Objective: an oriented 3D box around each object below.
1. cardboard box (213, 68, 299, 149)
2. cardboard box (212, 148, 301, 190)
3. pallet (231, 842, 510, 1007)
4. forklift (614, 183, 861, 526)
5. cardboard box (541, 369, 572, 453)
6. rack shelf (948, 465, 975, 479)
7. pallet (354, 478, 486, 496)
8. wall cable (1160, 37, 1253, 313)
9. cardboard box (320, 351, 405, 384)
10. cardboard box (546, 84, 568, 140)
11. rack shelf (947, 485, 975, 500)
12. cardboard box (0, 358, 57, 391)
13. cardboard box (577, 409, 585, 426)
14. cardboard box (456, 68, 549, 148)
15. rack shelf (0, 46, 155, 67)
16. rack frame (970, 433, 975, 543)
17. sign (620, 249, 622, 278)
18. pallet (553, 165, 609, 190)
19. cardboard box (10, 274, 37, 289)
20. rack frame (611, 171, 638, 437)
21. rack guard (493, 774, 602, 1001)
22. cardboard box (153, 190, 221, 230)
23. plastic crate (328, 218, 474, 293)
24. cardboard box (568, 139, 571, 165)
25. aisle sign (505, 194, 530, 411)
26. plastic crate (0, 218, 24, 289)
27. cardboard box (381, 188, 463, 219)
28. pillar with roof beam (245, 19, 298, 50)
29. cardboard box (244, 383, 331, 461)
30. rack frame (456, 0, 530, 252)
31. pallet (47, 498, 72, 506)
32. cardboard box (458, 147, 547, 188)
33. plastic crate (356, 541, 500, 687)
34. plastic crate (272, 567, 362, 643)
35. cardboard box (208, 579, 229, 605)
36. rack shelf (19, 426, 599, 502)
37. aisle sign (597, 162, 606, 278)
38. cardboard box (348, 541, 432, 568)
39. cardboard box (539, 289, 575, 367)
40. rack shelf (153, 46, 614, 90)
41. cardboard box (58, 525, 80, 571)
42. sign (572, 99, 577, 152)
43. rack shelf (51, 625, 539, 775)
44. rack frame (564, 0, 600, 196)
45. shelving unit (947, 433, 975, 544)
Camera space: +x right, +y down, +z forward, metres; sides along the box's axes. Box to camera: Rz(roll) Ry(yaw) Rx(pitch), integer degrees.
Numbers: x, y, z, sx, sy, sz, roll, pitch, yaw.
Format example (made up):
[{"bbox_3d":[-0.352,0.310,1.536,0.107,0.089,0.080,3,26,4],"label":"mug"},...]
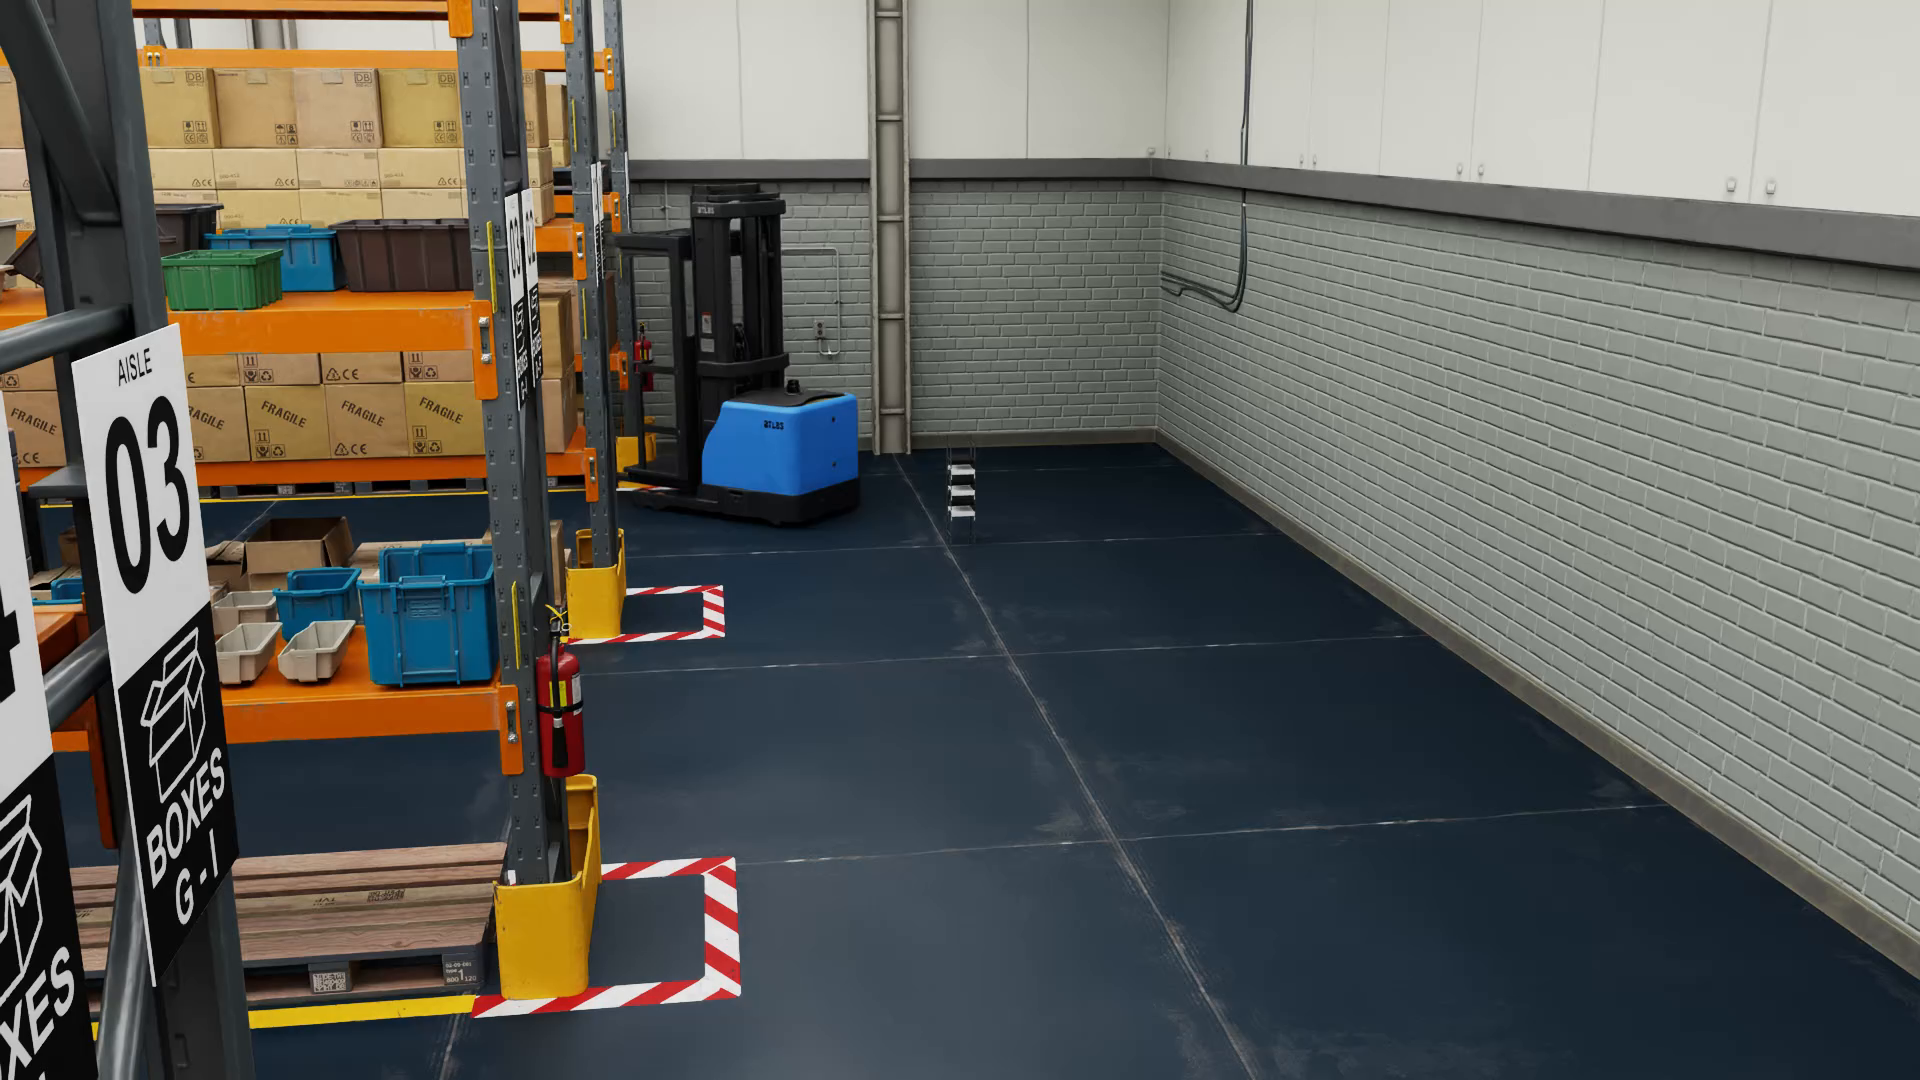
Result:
[{"bbox_3d":[-4.540,-2.844,10.967,0.500,0.500,0.700,-2,14,-8],"label":"cardboard box"},{"bbox_3d":[-4.494,-2.405,10.758,0.500,0.250,0.500,-2,14,-8],"label":"cardboard box"},{"bbox_3d":[-2.628,1.650,7.210,1.213,0.211,1.003,-2,14,-8],"label":"pallet"},{"bbox_3d":[-2.443,-1.795,15.352,3.031,2.935,1.130,8,16,30],"label":"forklift"},{"bbox_3d":[-2.943,-0.882,11.366,0.500,0.500,0.500,-2,14,-7],"label":"cardboard box"},{"bbox_3d":[0.008,-0.579,14.078,0.200,0.077,0.258,-2,14,-8],"label":"rack shelf"},{"bbox_3d":[-5.265,-0.663,16.430,1.213,0.211,1.003,-2,14,-8],"label":"pallet"},{"bbox_3d":[2.363,-3.629,16.577,0.112,2.526,3.097,-2,14,-8],"label":"wall cable"},{"bbox_3d":[-3.952,-1.328,11.089,0.500,0.500,0.500,-2,14,-7],"label":"cardboard box"},{"bbox_3d":[-3.966,-4.012,15.586,0.500,0.500,0.500,-2,14,-8],"label":"cardboard box"},{"bbox_3d":[0.008,-0.404,14.122,0.200,0.077,0.258,-2,14,-8],"label":"rack shelf"},{"bbox_3d":[-5.988,-1.253,10.791,0.500,0.500,0.500,-2,14,-7],"label":"cardboard box"},{"bbox_3d":[-3.960,-1.048,16.511,0.500,0.500,0.700,-2,14,-8],"label":"cardboard box"},{"bbox_3d":[-3.047,-2.881,11.116,0.500,0.500,0.700,-2,14,-8],"label":"cardboard box"},{"bbox_3d":[-9.216,-4.256,14.994,4.000,0.370,1.077,-2,14,-8],"label":"rack shelf"},{"bbox_3d":[0.109,-0.440,14.128,0.006,0.900,0.240,-2,14,-8],"label":"rack frame"},{"bbox_3d":[-3.216,-2.652,15.763,0.005,0.325,0.100,-2,14,-8],"label":"sign"},{"bbox_3d":[-4.015,-3.489,15.983,1.213,0.211,1.003,-2,14,-8],"label":"pallet"},{"bbox_3d":[-8.673,-2.415,15.284,0.500,0.250,0.500,-2,14,-7],"label":"cardboard box"},{"bbox_3d":[-3.283,-2.106,16.455,0.127,3.000,1.000,-2,14,-8],"label":"rack frame"},{"bbox_3d":[-1.785,1.485,7.273,0.348,0.500,1.175,-2,14,-8],"label":"rack guard"},{"bbox_3d":[-4.989,-2.145,10.752,0.500,0.250,0.500,-2,14,-8],"label":"cardboard box"},{"bbox_3d":[-2.229,-1.168,6.815,0.590,0.269,0.497,-2,14,-8],"label":"plastic crate"},{"bbox_3d":[-4.041,-3.773,16.175,0.500,0.250,0.500,-1,14,-5],"label":"cardboard box"},{"bbox_3d":[-1.692,-0.917,6.366,0.004,0.787,0.394,-2,14,-8],"label":"aisle sign"},{"bbox_3d":[-4.044,-1.115,6.578,0.530,0.282,0.437,-2,14,-8],"label":"plastic crate"},{"bbox_3d":[-3.506,-2.200,10.969,0.500,0.250,0.500,-2,14,-8],"label":"cardboard box"},{"bbox_3d":[-6.033,-4.069,11.949,0.400,9.000,9.100,-2,14,-8],"label":"pillar with roof beam"},{"bbox_3d":[-4.448,-0.827,11.148,0.500,0.500,0.500,-2,14,-9],"label":"cardboard box"},{"bbox_3d":[-1.807,-2.633,6.223,0.127,3.000,1.000,-2,14,-8],"label":"rack frame"},{"bbox_3d":[-7.990,-0.563,16.032,1.213,0.211,1.003,-2,14,-8],"label":"pallet"},{"bbox_3d":[-3.011,-2.460,10.978,0.500,0.250,0.500,-2,14,-8],"label":"cardboard box"},{"bbox_3d":[-2.110,0.287,6.713,0.499,0.435,0.616,-2,14,-8],"label":"plastic crate"},{"bbox_3d":[-2.751,0.282,7.151,0.300,0.233,0.416,-2,14,-8],"label":"plastic crate"},{"bbox_3d":[-5.195,0.394,11.405,0.250,0.166,0.380,-2,14,-8],"label":"cardboard box"},{"bbox_3d":[-4.519,-0.494,11.503,4.000,0.370,1.077,-2,14,-8],"label":"rack shelf"},{"bbox_3d":[-2.517,-2.249,11.679,0.004,0.787,0.394,-2,14,-8],"label":"aisle sign"},{"bbox_3d":[-4.110,0.193,12.034,0.500,0.250,0.500,-2,14,-8],"label":"cardboard box"},{"bbox_3d":[-3.019,-1.496,11.759,0.500,0.500,0.500,-2,14,-7],"label":"cardboard box"},{"bbox_3d":[-5.260,-4.401,15.572,4.000,0.370,1.077,-2,14,-8],"label":"rack shelf"},{"bbox_3d":[-5.975,0.140,11.731,0.500,0.500,0.500,-2,14,-8],"label":"cardboard box"},{"bbox_3d":[-2.478,-2.665,10.696,0.005,0.325,0.100,-2,14,-8],"label":"sign"},{"bbox_3d":[-3.784,0.698,6.751,4.000,0.370,1.077,-2,14,-8],"label":"rack shelf"},{"bbox_3d":[-2.541,-3.825,10.974,0.127,3.000,1.000,-2,14,-8],"label":"rack frame"},{"bbox_3d":[0.008,-0.437,14.114,0.210,0.900,0.258,-2,14,-8],"label":"shelving unit"}]
